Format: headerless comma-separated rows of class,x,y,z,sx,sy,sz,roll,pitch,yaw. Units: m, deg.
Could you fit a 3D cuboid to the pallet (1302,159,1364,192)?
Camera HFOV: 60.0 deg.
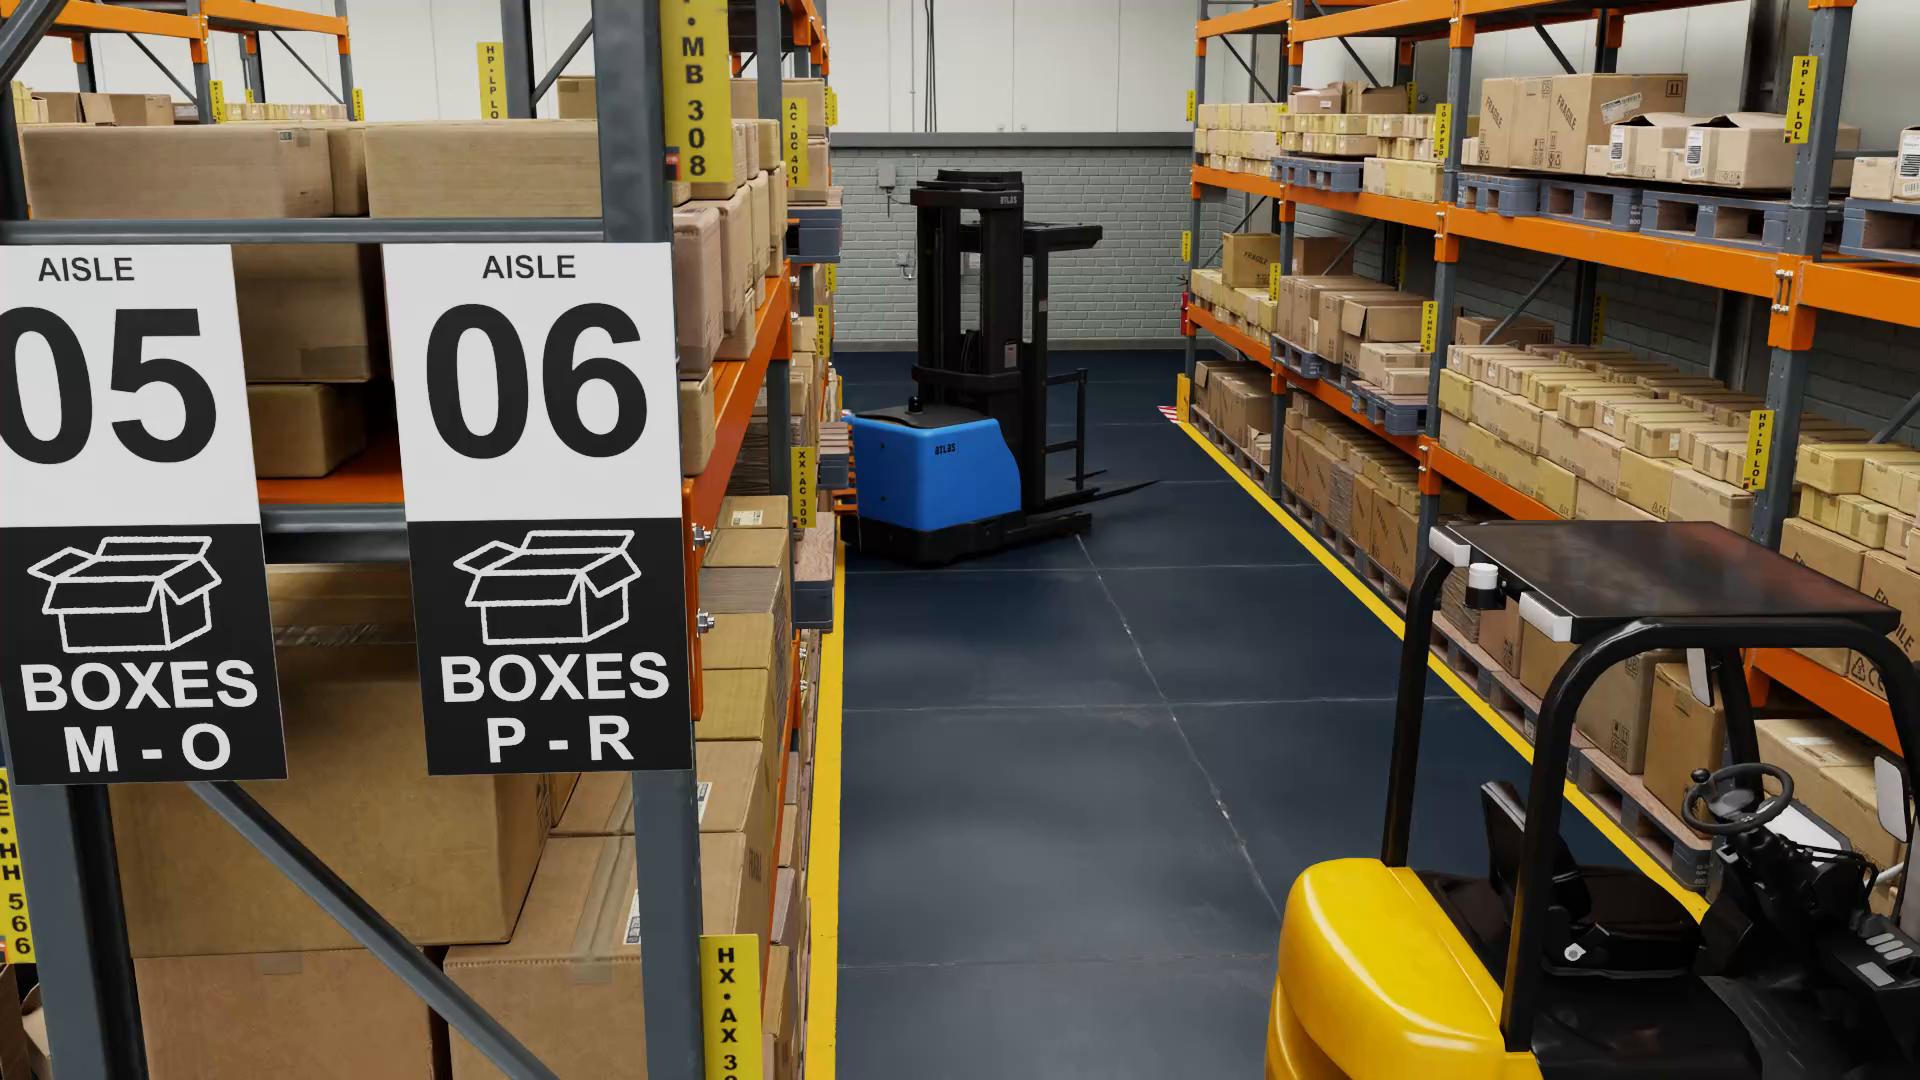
pallet,3.334,-2.785,12.688,1.213,0.211,1.003,-1,14,-3

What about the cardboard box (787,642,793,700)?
cardboard box,-0.816,0.481,6.139,0.380,0.149,0.250,-1,14,-2

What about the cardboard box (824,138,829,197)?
cardboard box,-0.831,-1.638,7.313,0.500,0.250,0.500,-1,14,-4

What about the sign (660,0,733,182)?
sign,-0.373,-0.667,2.325,0.100,0.325,0.005,-1,14,-3

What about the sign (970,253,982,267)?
sign,0.307,-4.173,23.916,0.329,0.494,0.001,-1,14,-3

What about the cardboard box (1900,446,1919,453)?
cardboard box,3.984,-0.308,7.202,0.380,0.149,0.250,-1,14,-5

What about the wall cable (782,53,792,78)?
wall cable,-2.539,-7.077,22.974,0.463,3.000,0.029,-1,14,-3

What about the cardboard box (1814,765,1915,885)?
cardboard box,3.530,1.042,6.127,0.500,0.250,0.500,-1,14,-3

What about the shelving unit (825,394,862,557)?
shelving unit,-0.882,-0.486,12.608,0.189,1.200,0.258,-4,-8,-3

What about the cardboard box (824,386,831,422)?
cardboard box,-1.540,-0.788,13.992,0.875,0.875,0.875,0,14,-2

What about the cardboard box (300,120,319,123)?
cardboard box,-6.496,-3.917,16.009,0.500,0.250,0.500,-1,14,-3

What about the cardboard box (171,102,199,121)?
cardboard box,-6.369,-3.557,13.808,0.380,0.149,0.250,-1,14,-4

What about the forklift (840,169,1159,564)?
forklift,0.450,-1.529,13.588,3.031,2.935,1.130,-14,20,-43

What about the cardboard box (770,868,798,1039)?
cardboard box,-0.792,1.384,5.298,0.500,0.500,0.500,0,14,0

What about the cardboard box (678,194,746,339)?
cardboard box,-0.701,-0.561,3.372,0.500,0.250,0.500,-1,14,-4

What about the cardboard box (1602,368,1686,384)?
cardboard box,3.872,-0.880,9.423,0.380,0.149,0.250,-1,14,-4

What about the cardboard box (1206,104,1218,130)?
cardboard box,2.838,-4.365,17.151,0.500,0.250,0.500,-1,14,-4

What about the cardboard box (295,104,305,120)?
cardboard box,-6.478,-4.078,15.835,0.380,0.149,0.250,-1,14,-2

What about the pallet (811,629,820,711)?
pallet,-1.363,0.773,10.100,1.003,0.211,1.213,-1,14,-3

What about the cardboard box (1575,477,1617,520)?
cardboard box,3.462,-0.152,8.400,0.500,0.250,0.500,-1,14,-3

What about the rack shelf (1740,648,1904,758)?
rack shelf,3.915,0.991,5.099,1.077,0.370,4.000,-1,14,-3

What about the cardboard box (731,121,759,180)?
cardboard box,-0.733,-1.035,4.413,0.380,0.149,0.250,-1,14,-3

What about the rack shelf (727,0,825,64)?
rack shelf,-1.534,-3.633,11.833,1.077,0.370,4.000,-1,14,-3

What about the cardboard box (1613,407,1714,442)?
cardboard box,3.450,-0.554,8.158,0.380,0.149,0.250,-1,14,-5

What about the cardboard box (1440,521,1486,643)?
cardboard box,3.569,0.252,10.449,0.875,0.625,0.625,0,14,-2

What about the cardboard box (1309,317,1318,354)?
cardboard box,2.999,-1.631,13.274,0.396,0.266,0.258,0,14,-1

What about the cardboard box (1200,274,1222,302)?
cardboard box,2.839,-2.668,17.581,0.500,0.250,0.500,-1,14,-3

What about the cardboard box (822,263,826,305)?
cardboard box,-1.340,-2.064,13.320,0.500,0.500,0.500,-1,14,-2

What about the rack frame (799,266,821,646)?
rack frame,-1.410,-0.772,10.508,1.000,3.000,0.127,-1,14,-3

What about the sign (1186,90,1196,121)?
sign,2.507,-4.707,18.026,0.100,0.325,0.005,-1,14,-3

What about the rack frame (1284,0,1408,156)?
rack frame,3.296,-4.750,13.928,1.000,3.000,0.127,-1,14,-3

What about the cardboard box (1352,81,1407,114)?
cardboard box,3.433,-3.632,13.634,0.396,0.266,0.258,-1,14,-3

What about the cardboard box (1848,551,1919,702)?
cardboard box,3.607,0.340,5.983,0.500,0.500,0.500,-1,14,-2

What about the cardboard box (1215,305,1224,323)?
cardboard box,2.825,-2.310,16.991,0.380,0.149,0.250,-1,14,-5

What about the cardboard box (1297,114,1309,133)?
cardboard box,2.938,-3.361,13.415,0.380,0.149,0.250,-1,14,-4

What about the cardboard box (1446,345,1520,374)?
cardboard box,3.270,-1.128,10.390,0.380,0.149,0.250,0,14,-2

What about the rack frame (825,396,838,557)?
rack frame,-0.974,-0.480,12.604,0.006,1.200,0.240,-4,-8,-3

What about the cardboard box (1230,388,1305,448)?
cardboard box,3.070,-1.207,16.372,0.700,0.500,0.500,-1,14,-6

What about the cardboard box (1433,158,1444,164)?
cardboard box,3.282,-2.507,10.733,0.380,0.149,0.250,-1,14,-2

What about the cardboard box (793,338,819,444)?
cardboard box,-1.029,-0.805,8.996,0.500,0.500,0.500,-2,15,-7

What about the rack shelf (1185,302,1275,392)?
rack shelf,3.172,-1.993,16.698,1.077,0.370,4.000,-1,14,-3

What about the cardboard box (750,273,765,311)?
cardboard box,-0.789,-0.778,5.016,0.380,0.149,0.250,0,14,-2

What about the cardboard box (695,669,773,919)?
cardboard box,-0.735,0.647,4.193,0.500,0.500,0.500,-1,14,-5

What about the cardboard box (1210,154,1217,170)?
cardboard box,2.790,-3.895,17.129,0.380,0.149,0.250,-1,14,-2

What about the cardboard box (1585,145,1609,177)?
cardboard box,3.373,-1.898,8.326,0.380,0.149,0.250,-1,14,-4

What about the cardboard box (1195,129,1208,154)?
cardboard box,2.803,-4.249,17.704,0.500,0.250,0.500,-1,14,-4

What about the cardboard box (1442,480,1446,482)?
cardboard box,3.754,-0.205,12.479,0.500,0.500,0.500,0,14,-1

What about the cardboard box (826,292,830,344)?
cardboard box,-1.426,-1.936,14.831,0.500,0.500,0.500,0,14,-2

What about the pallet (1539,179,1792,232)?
pallet,3.747,-1.765,8.727,1.003,0.211,1.213,0,14,-1

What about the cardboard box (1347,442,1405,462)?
cardboard box,3.242,-0.668,12.973,0.380,0.149,0.250,-1,14,-3

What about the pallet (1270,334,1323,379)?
pallet,3.236,-1.551,13.920,1.003,0.211,1.213,-1,14,-3

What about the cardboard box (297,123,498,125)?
cardboard box,-1.214,-0.832,3.624,0.380,0.149,0.250,-1,14,-3

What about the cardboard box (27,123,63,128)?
cardboard box,-6.152,-2.442,10.777,0.500,0.500,0.500,-1,14,-3
